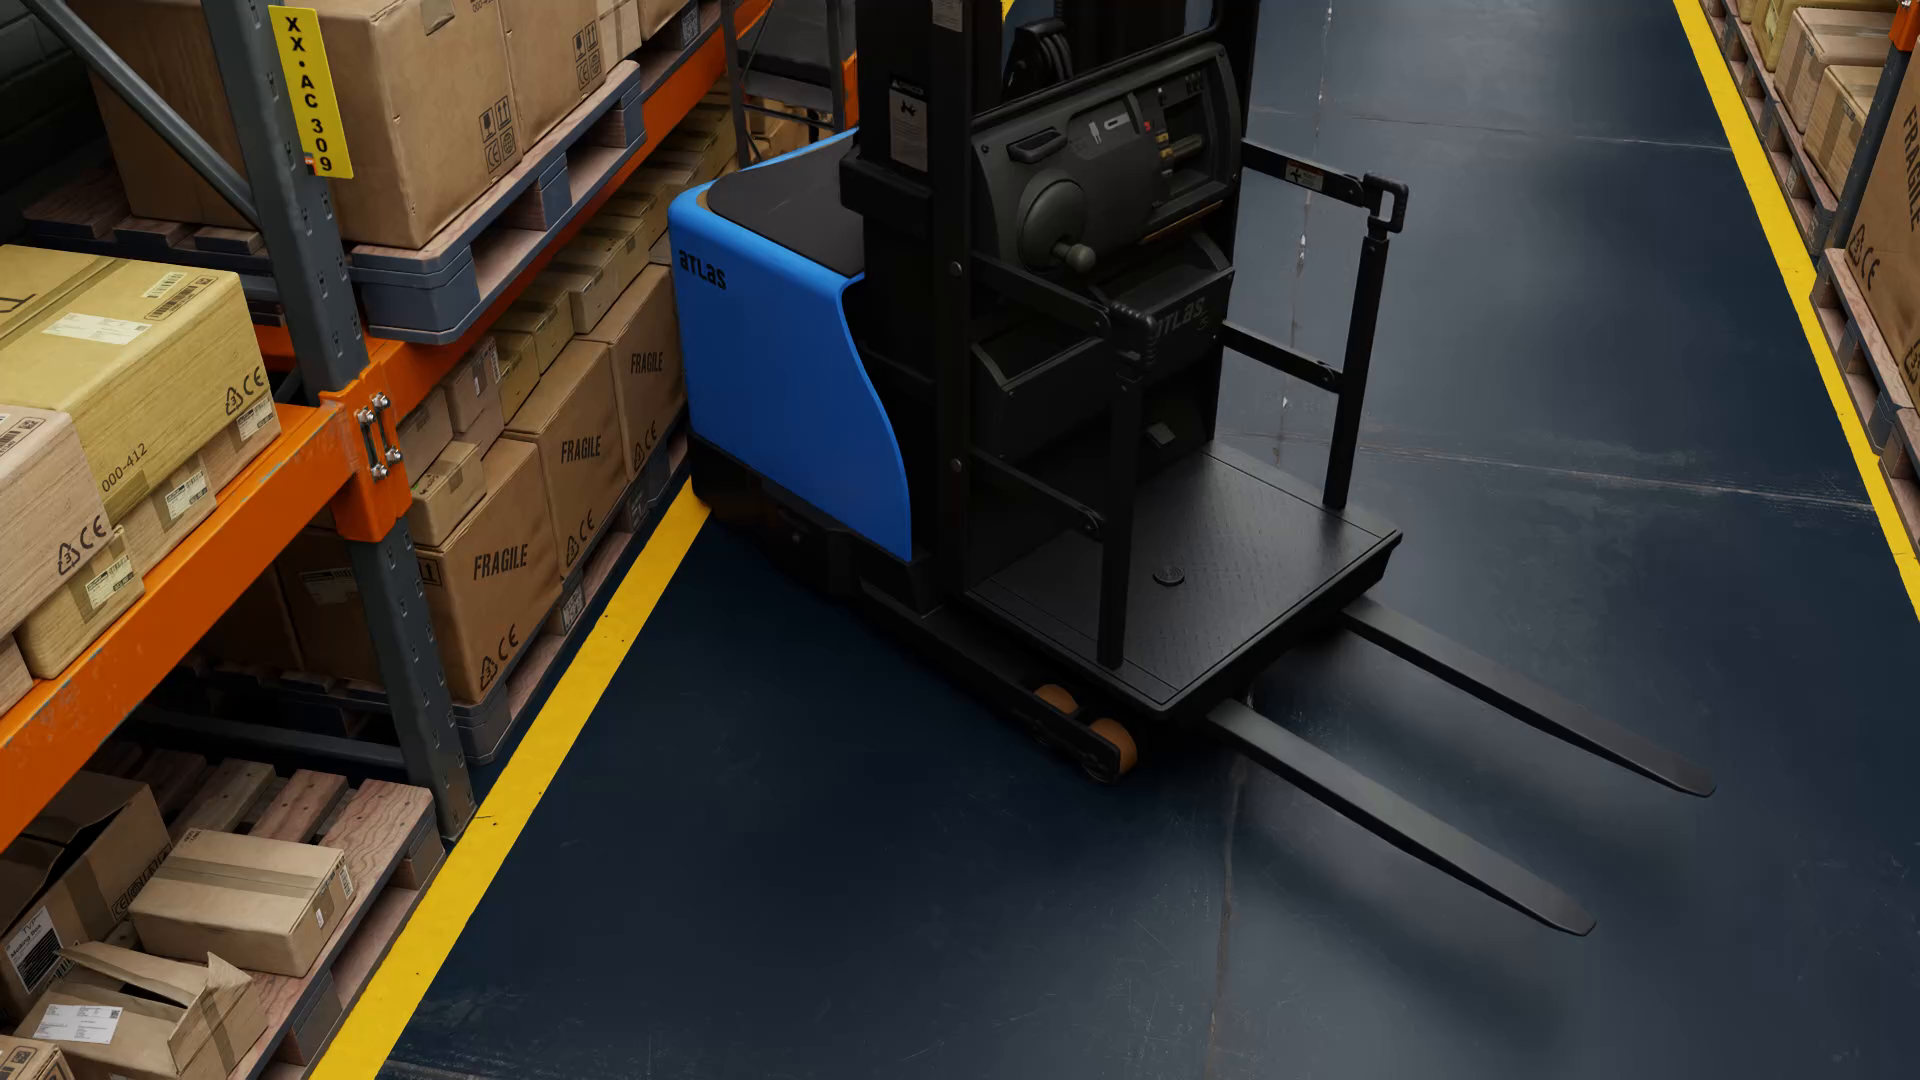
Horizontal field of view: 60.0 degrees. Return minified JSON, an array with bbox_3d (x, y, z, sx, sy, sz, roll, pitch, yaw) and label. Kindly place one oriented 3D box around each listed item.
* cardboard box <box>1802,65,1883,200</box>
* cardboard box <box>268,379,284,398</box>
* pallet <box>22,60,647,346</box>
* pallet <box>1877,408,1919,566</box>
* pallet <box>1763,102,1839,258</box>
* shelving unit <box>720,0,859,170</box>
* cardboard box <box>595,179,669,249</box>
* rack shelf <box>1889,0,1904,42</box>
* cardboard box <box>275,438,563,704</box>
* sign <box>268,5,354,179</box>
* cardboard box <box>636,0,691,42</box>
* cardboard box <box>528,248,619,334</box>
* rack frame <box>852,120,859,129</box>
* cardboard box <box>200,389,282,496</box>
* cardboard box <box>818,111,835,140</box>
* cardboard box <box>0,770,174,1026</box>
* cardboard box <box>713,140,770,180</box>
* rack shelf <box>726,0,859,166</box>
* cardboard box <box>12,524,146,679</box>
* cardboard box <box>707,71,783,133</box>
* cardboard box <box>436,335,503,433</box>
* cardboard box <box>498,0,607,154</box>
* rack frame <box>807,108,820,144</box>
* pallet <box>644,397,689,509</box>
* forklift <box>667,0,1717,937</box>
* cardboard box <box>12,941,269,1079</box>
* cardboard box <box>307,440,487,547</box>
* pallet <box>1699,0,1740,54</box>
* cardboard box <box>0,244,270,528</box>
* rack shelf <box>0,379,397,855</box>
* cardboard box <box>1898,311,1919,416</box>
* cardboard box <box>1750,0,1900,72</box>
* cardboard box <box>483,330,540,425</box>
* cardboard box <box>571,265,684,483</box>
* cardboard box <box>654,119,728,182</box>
[{"bbox_3d":[4.090,-1.647,6.848,0.950,0.372,0.625,5,36,7],"label":"cardboard box"},{"bbox_3d":[-1.897,-0.364,4.416,0.380,0.149,0.250,7,37,10],"label":"cardboard box"},{"bbox_3d":[-1.467,-0.912,4.116,1.003,0.211,1.213,7,37,10],"label":"pallet"},{"bbox_3d":[3.455,0.051,5.000,1.003,0.211,1.213,7,37,10],"label":"pallet"},{"bbox_3d":[4.128,-1.537,7.191,1.003,0.211,1.213,7,37,10],"label":"pallet"},{"bbox_3d":[-0.451,-1.510,5.462,0.431,2.100,0.503,17,49,16],"label":"shelving unit"},{"bbox_3d":[-1.161,-1.053,5.366,0.380,0.149,0.250,7,37,10],"label":"cardboard box"},{"bbox_3d":[4.387,-3.074,7.548,1.077,0.370,4.000,7,37,10],"label":"rack shelf"},{"bbox_3d":[-1.422,0.048,4.400,0.500,0.500,0.500,9,37,12],"label":"cardboard box"},{"bbox_3d":[-1.213,-0.832,3.104,0.100,0.325,0.005,7,37,10],"label":"sign"},{"bbox_3d":[-1.145,-1.752,4.668,0.700,0.500,0.500,7,37,10],"label":"cardboard box"},{"bbox_3d":[-1.246,-0.752,4.952,0.380,0.149,0.250,7,37,10],"label":"cardboard box"},{"bbox_3d":[-0.890,-2.838,6.610,1.000,3.000,0.127,7,37,10],"label":"rack frame"},{"bbox_3d":[-1.566,-0.229,3.224,0.380,0.149,0.250,8,37,11],"label":"cardboard box"},{"bbox_3d":[-0.771,-1.727,6.849,0.500,0.500,0.500,8,37,11],"label":"cardboard box"},{"bbox_3d":[-2.117,0.723,3.630,0.500,0.311,0.500,9,37,12],"label":"cardboard box"},{"bbox_3d":[-0.997,-1.141,6.040,0.500,0.500,0.500,9,37,12],"label":"cardboard box"},{"bbox_3d":[-0.451,-1.501,5.472,0.431,0.518,0.480,17,49,16],"label":"rack shelf"},{"bbox_3d":[-1.632,0.075,2.804,0.380,0.149,0.250,8,37,11],"label":"cardboard box"},{"bbox_3d":[-0.876,-1.638,6.174,0.380,0.149,0.250,6,36,8],"label":"cardboard box"},{"bbox_3d":[-1.399,-0.413,4.230,0.380,0.149,0.250,6,36,8],"label":"cardboard box"},{"bbox_3d":[-1.312,-1.302,4.047,0.700,0.500,0.500,8,37,10],"label":"cardboard box"},{"bbox_3d":[-0.355,-1.675,5.615,0.400,2.100,0.015,17,49,16],"label":"rack frame"},{"bbox_3d":[-1.349,-0.589,5.882,1.003,0.211,1.213,7,37,10],"label":"pallet"},{"bbox_3d":[0.536,-0.897,3.990,3.031,2.935,1.130,30,46,35],"label":"forklift"},{"bbox_3d":[-1.653,0.953,3.351,0.396,0.266,0.258,9,37,12],"label":"cardboard box"},{"bbox_3d":[-1.408,-0.138,4.104,0.380,0.149,0.250,9,37,12],"label":"cardboard box"},{"bbox_3d":[4.649,-2.936,9.121,1.003,0.211,1.213,7,37,10],"label":"pallet"},{"bbox_3d":[-1.615,-0.282,2.958,0.500,0.250,0.500,8,37,11],"label":"cardboard box"},{"bbox_3d":[-2.172,0.893,2.075,1.077,0.370,4.000,7,37,10],"label":"rack shelf"},{"bbox_3d":[3.536,-0.632,5.018,0.875,0.875,0.875,8,37,11],"label":"cardboard box"},{"bbox_3d":[4.407,-2.505,8.032,0.950,0.372,0.625,8,37,12],"label":"cardboard box"},{"bbox_3d":[-1.381,-0.455,4.541,0.380,0.149,0.250,6,36,8],"label":"cardboard box"},{"bbox_3d":[-1.207,-0.544,5.217,0.500,0.500,0.500,6,36,9],"label":"cardboard box"},{"bbox_3d":[-1.029,-1.349,5.775,0.380,0.149,0.250,7,36,9],"label":"cardboard box"}]
